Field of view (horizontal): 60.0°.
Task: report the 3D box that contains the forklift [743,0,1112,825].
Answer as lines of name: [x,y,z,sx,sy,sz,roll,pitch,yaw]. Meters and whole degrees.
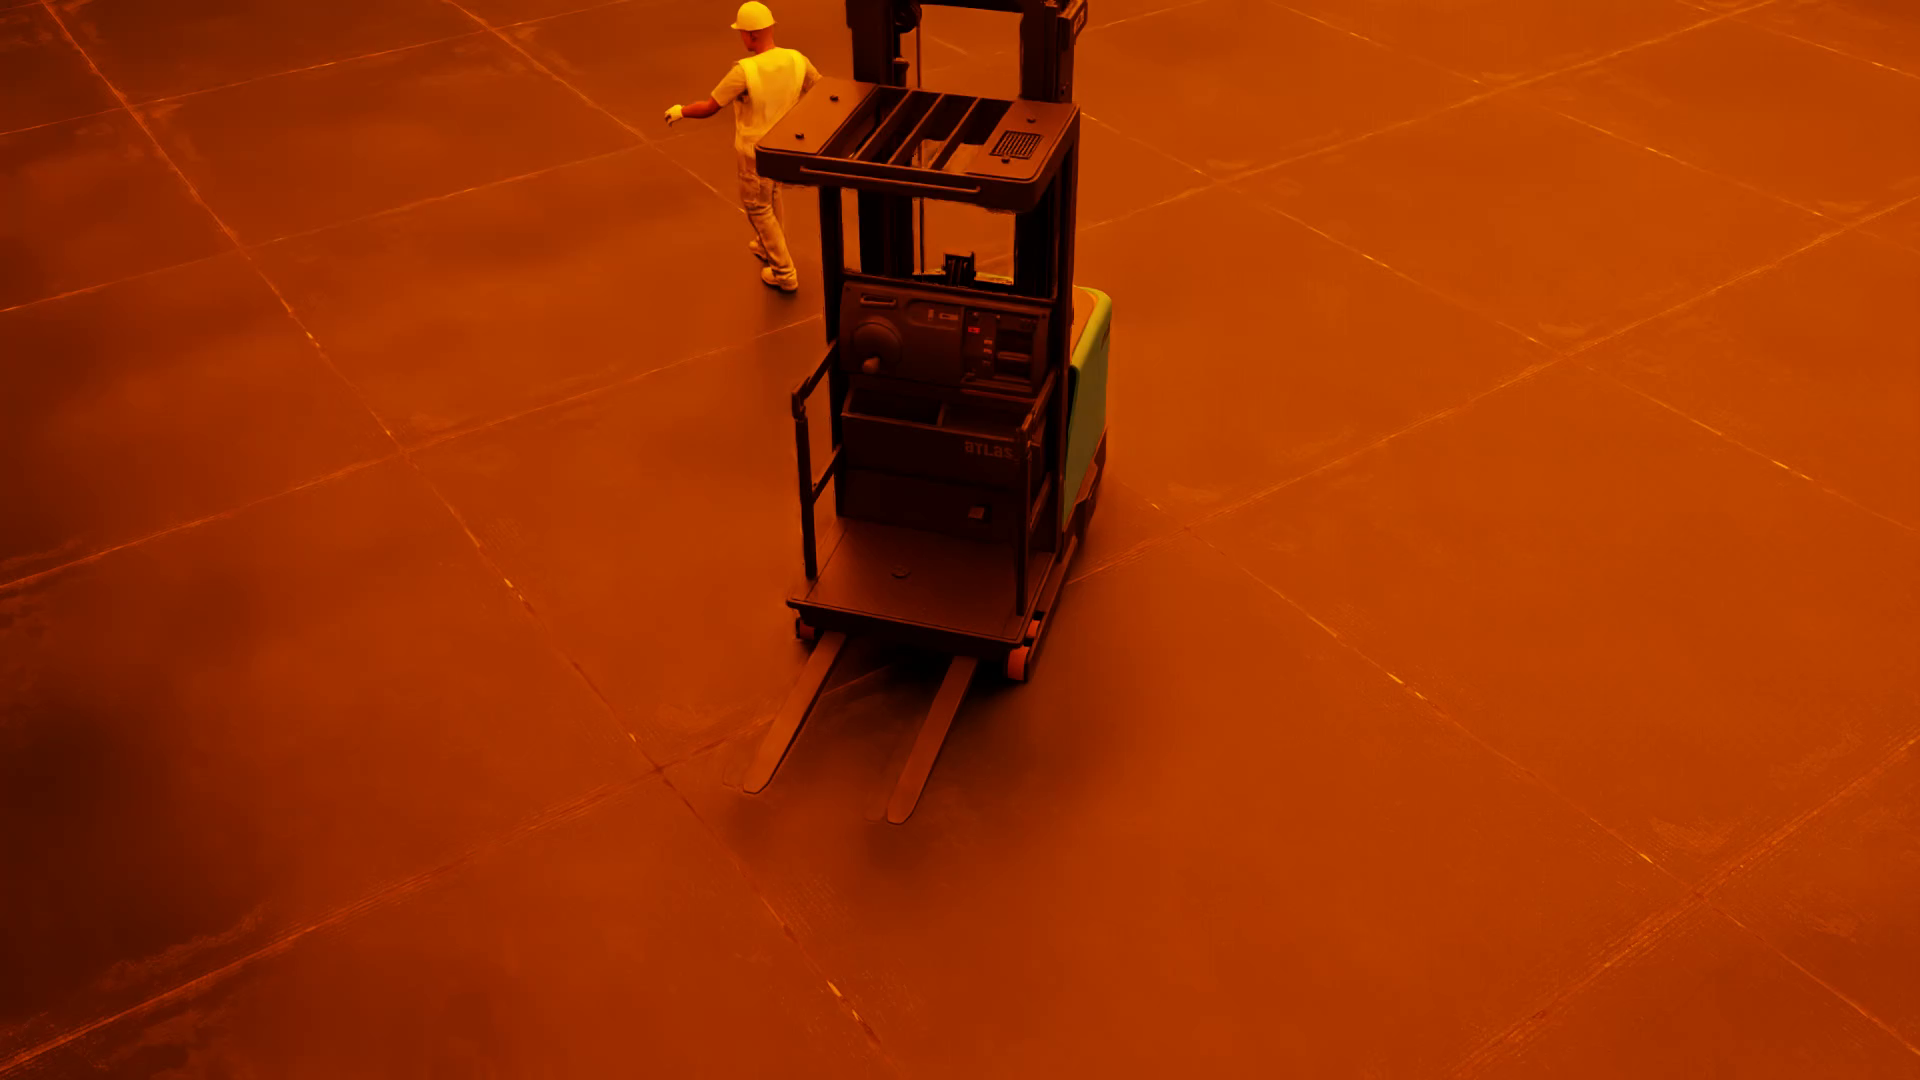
forklift: [-0.131,-0.802,7.029,1.130,2.935,3.031,10,38,13]

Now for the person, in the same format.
person: [-1.211,-2.473,10.296,1.029,1.763,0.731,-30,46,-34]
